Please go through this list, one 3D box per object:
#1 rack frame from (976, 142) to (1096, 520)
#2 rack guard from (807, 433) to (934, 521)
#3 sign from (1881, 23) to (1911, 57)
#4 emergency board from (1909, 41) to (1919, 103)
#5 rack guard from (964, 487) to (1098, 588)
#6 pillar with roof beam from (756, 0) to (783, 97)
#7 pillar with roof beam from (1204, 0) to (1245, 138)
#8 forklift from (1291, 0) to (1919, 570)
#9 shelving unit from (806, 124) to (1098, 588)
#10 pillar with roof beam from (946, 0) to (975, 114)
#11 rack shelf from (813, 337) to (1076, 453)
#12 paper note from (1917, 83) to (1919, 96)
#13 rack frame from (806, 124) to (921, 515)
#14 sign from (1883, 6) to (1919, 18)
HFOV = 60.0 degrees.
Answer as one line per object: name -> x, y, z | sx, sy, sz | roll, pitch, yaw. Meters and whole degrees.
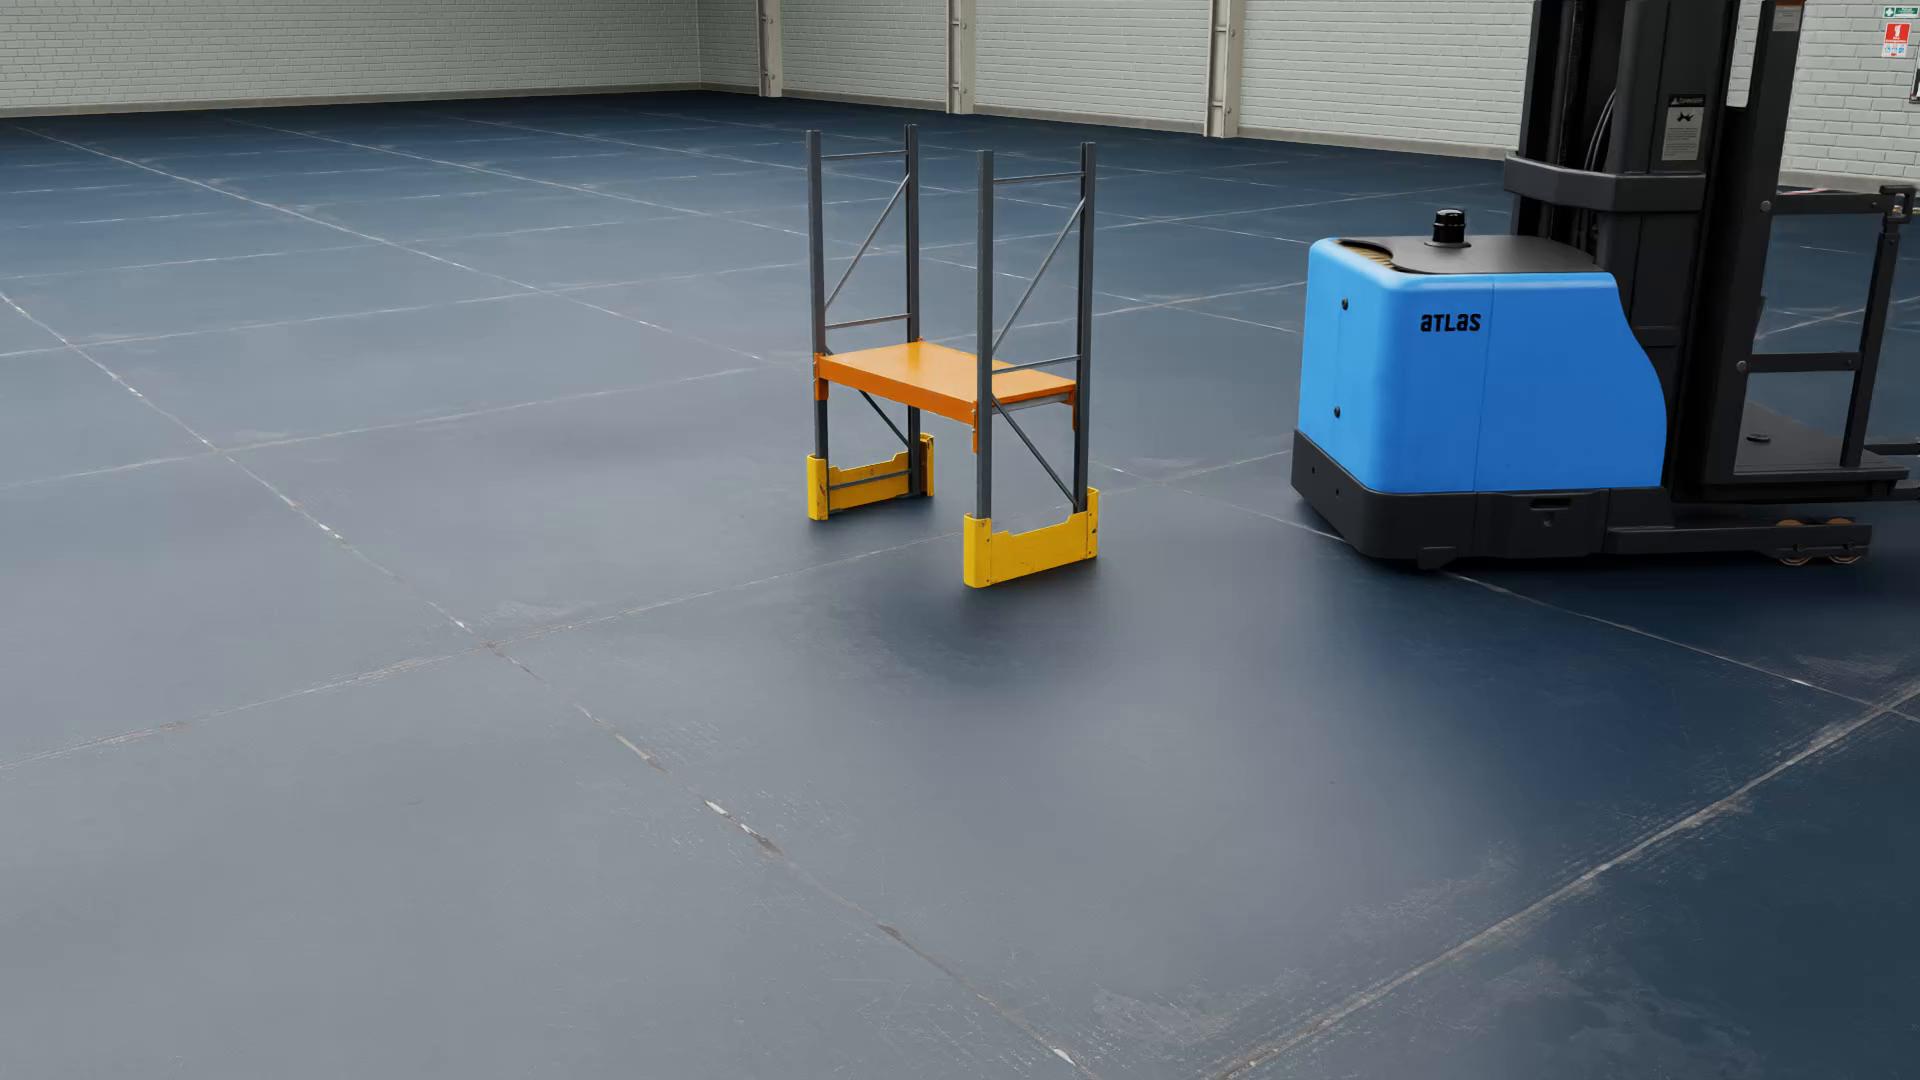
rack frame -> 0.263, -0.608, 5.812 | 0.500, 1.500, 0.032 | -14, 23, -36
rack guard -> -0.357, -0.260, 6.751 | 0.587, 0.250, 0.087 | -14, 23, -36
sign -> 9.418, -5.031, 16.729 | 0.001, 0.329, 0.234 | -14, 23, -36
emergency board -> 9.690, -4.864, 16.279 | 0.157, 1.169, 0.626 | -14, 23, -36
rack guard -> 0.262, -0.015, 6.009 | 0.587, 0.250, 0.087 | -14, 23, -36
pillar with roof beam -> -7.091, -12.163, 28.780 | 9.100, 9.000, 0.400 | -14, 23, -36
pillar with roof beam -> 0.360, -9.206, 19.850 | 9.100, 9.000, 0.400 | -14, 23, -36
forklift -> 2.906, -1.460, 6.110 | 3.031, 2.935, 1.130 | -2, 18, -5
shelving unit -> -0.047, -0.731, 6.183 | 0.587, 1.500, 1.083 | -14, 23, -36
pillar with roof beam -> -3.366, -10.685, 24.315 | 9.100, 9.000, 0.400 | -14, 23, -36
rack shelf -> -0.053, -0.562, 6.247 | 0.538, 0.185, 1.000 | -14, 23, -36
paper note -> 9.625, -4.497, 16.573 | 0.016, 0.148, 0.142 | -14, 23, -36
rack frame -> -0.369, -0.858, 6.569 | 0.500, 1.500, 0.032 | -14, 23, -36
sign -> 9.414, -5.280, 16.637 | 0.001, 0.109, 0.331 | -14, 23, -36
